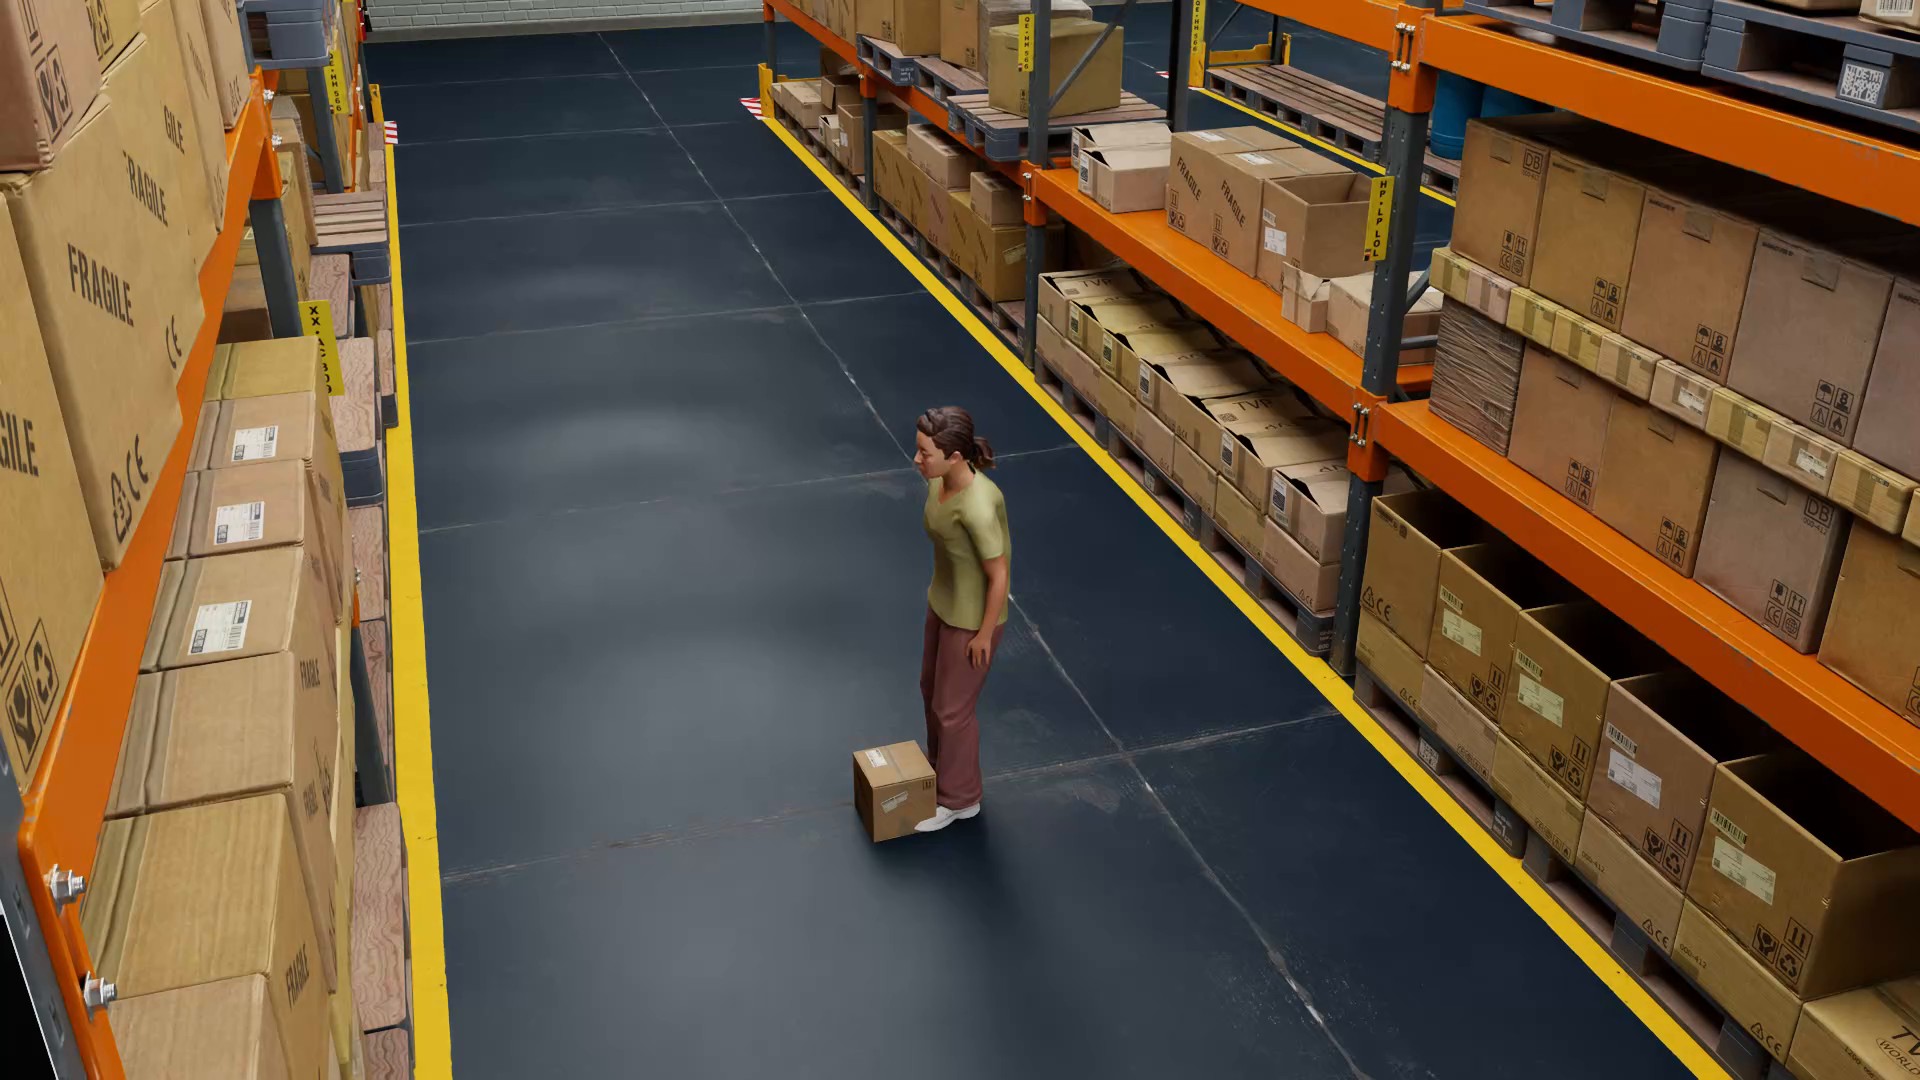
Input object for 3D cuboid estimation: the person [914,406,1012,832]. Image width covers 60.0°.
[{"bbox_3d":[-0.038,0.279,6.056,0.416,1.671,0.510,-10,28,-19],"label":"person"}]
